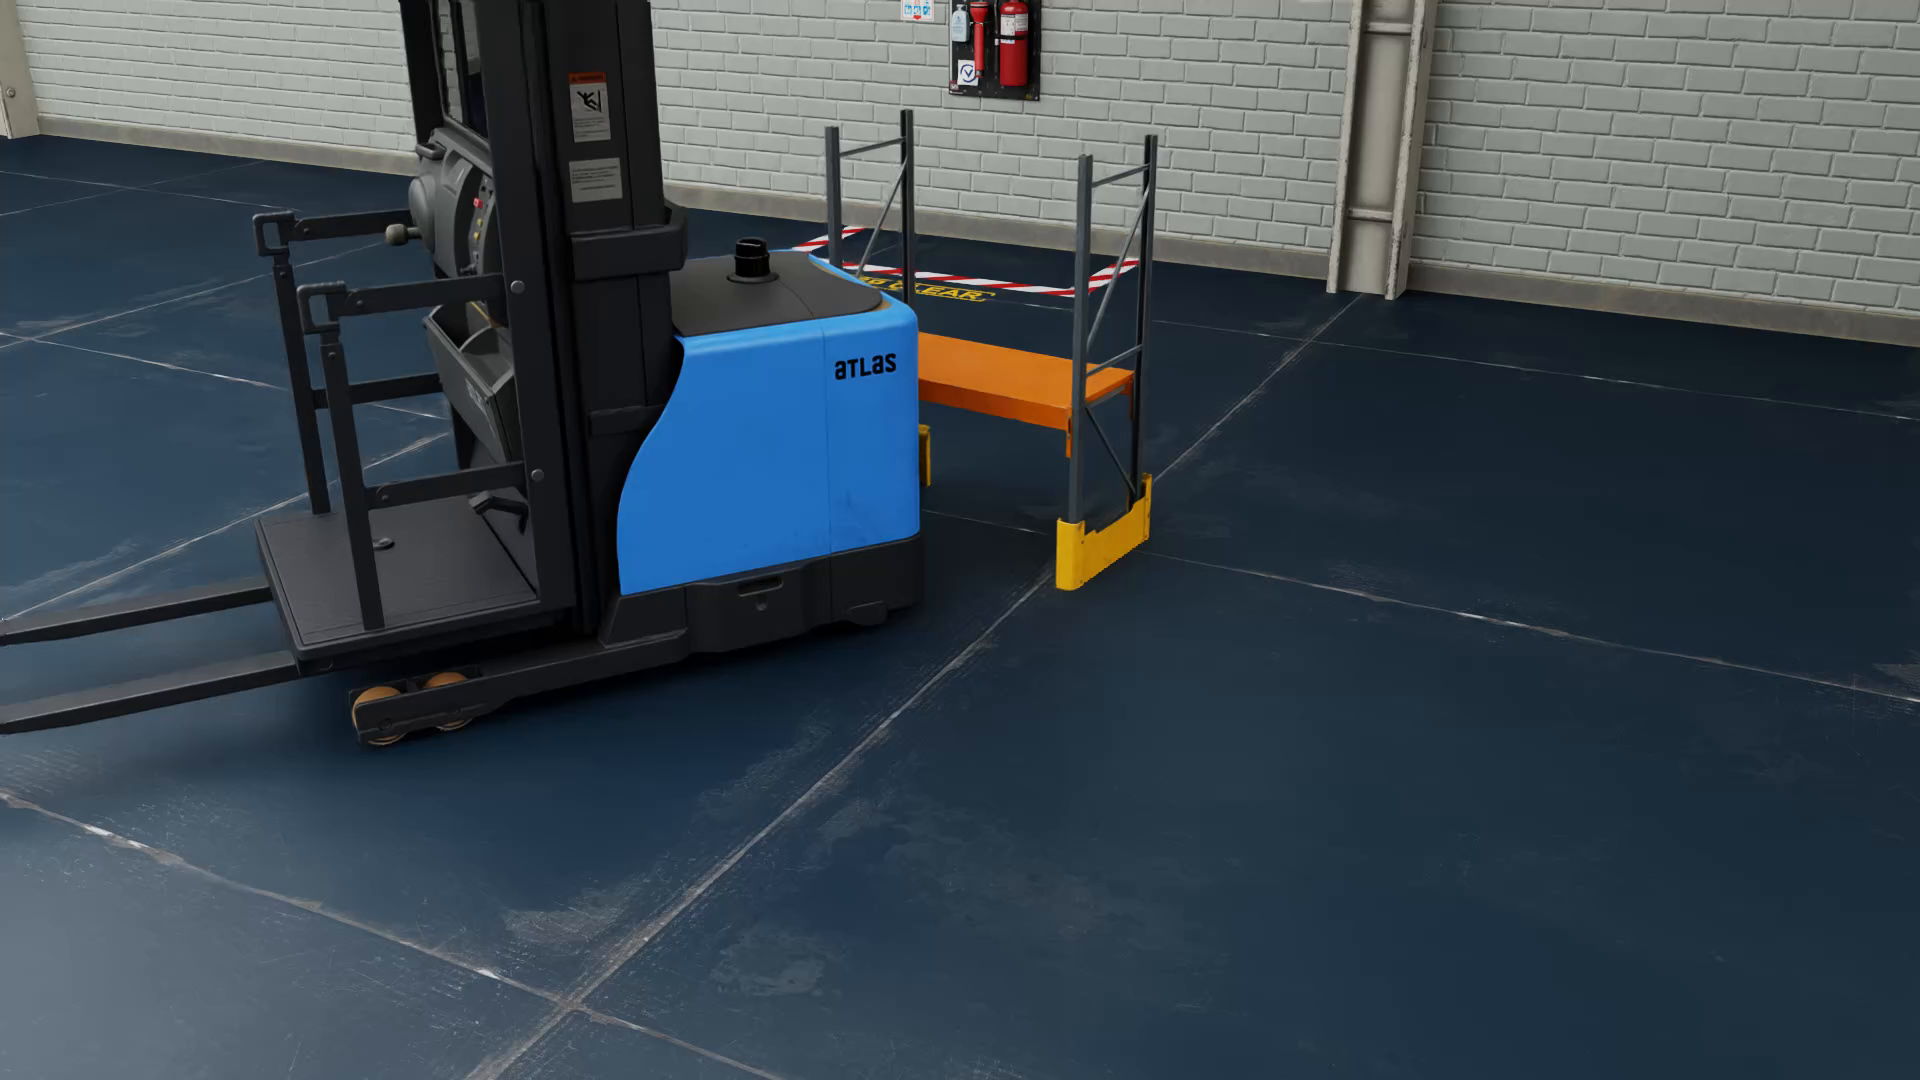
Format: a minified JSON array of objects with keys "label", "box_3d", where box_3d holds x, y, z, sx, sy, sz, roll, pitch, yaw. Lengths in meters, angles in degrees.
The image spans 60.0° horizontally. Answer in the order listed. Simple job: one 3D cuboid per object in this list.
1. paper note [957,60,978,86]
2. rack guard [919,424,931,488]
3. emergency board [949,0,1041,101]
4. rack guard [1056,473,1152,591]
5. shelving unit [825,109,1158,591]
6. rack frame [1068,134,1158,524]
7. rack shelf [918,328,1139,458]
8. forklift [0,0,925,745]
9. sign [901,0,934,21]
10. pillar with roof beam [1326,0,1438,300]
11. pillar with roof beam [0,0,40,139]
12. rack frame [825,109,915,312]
[{"label":"paper note","box_3d":[0.050,-2.935,10.444,0.142,0.148,0.016,11,25,25]},{"label":"rack guard","box_3d":[-0.307,-0.253,6.525,0.087,0.250,0.587,14,27,30]},{"label":"emergency board","box_3d":[0.177,-3.285,10.142,0.643,1.169,0.194,11,25,25]},{"label":"rack guard","box_3d":[0.525,-0.039,6.021,0.087,0.250,0.587,14,27,30]},{"label":"shelving unit","box_3d":[0.109,-0.721,6.029,1.083,1.500,0.587,14,27,30]},{"label":"rack frame","box_3d":[0.526,-0.613,5.776,0.032,1.500,0.500,14,27,30]},{"label":"rack shelf","box_3d":[0.101,-0.557,6.104,1.000,0.185,0.538,14,27,30]},{"label":"forklift","box_3d":[-1.666,-0.987,4.826,3.031,2.935,1.130,-12,26,-25]},{"label":"sign","box_3d":[-0.270,-3.435,10.449,0.234,0.329,0.001,11,25,25]},{"label":"pillar with roof beam","box_3d":[0.423,-4.092,4.375,0.400,9.000,9.100,11,25,25]},{"label":"pillar with roof beam","box_3d":[-10.286,-6.211,9.357,0.400,9.000,9.100,11,25,25]},{"label":"rack frame","box_3d":[-0.323,-0.832,6.290,0.032,1.500,0.500,14,27,30]}]
